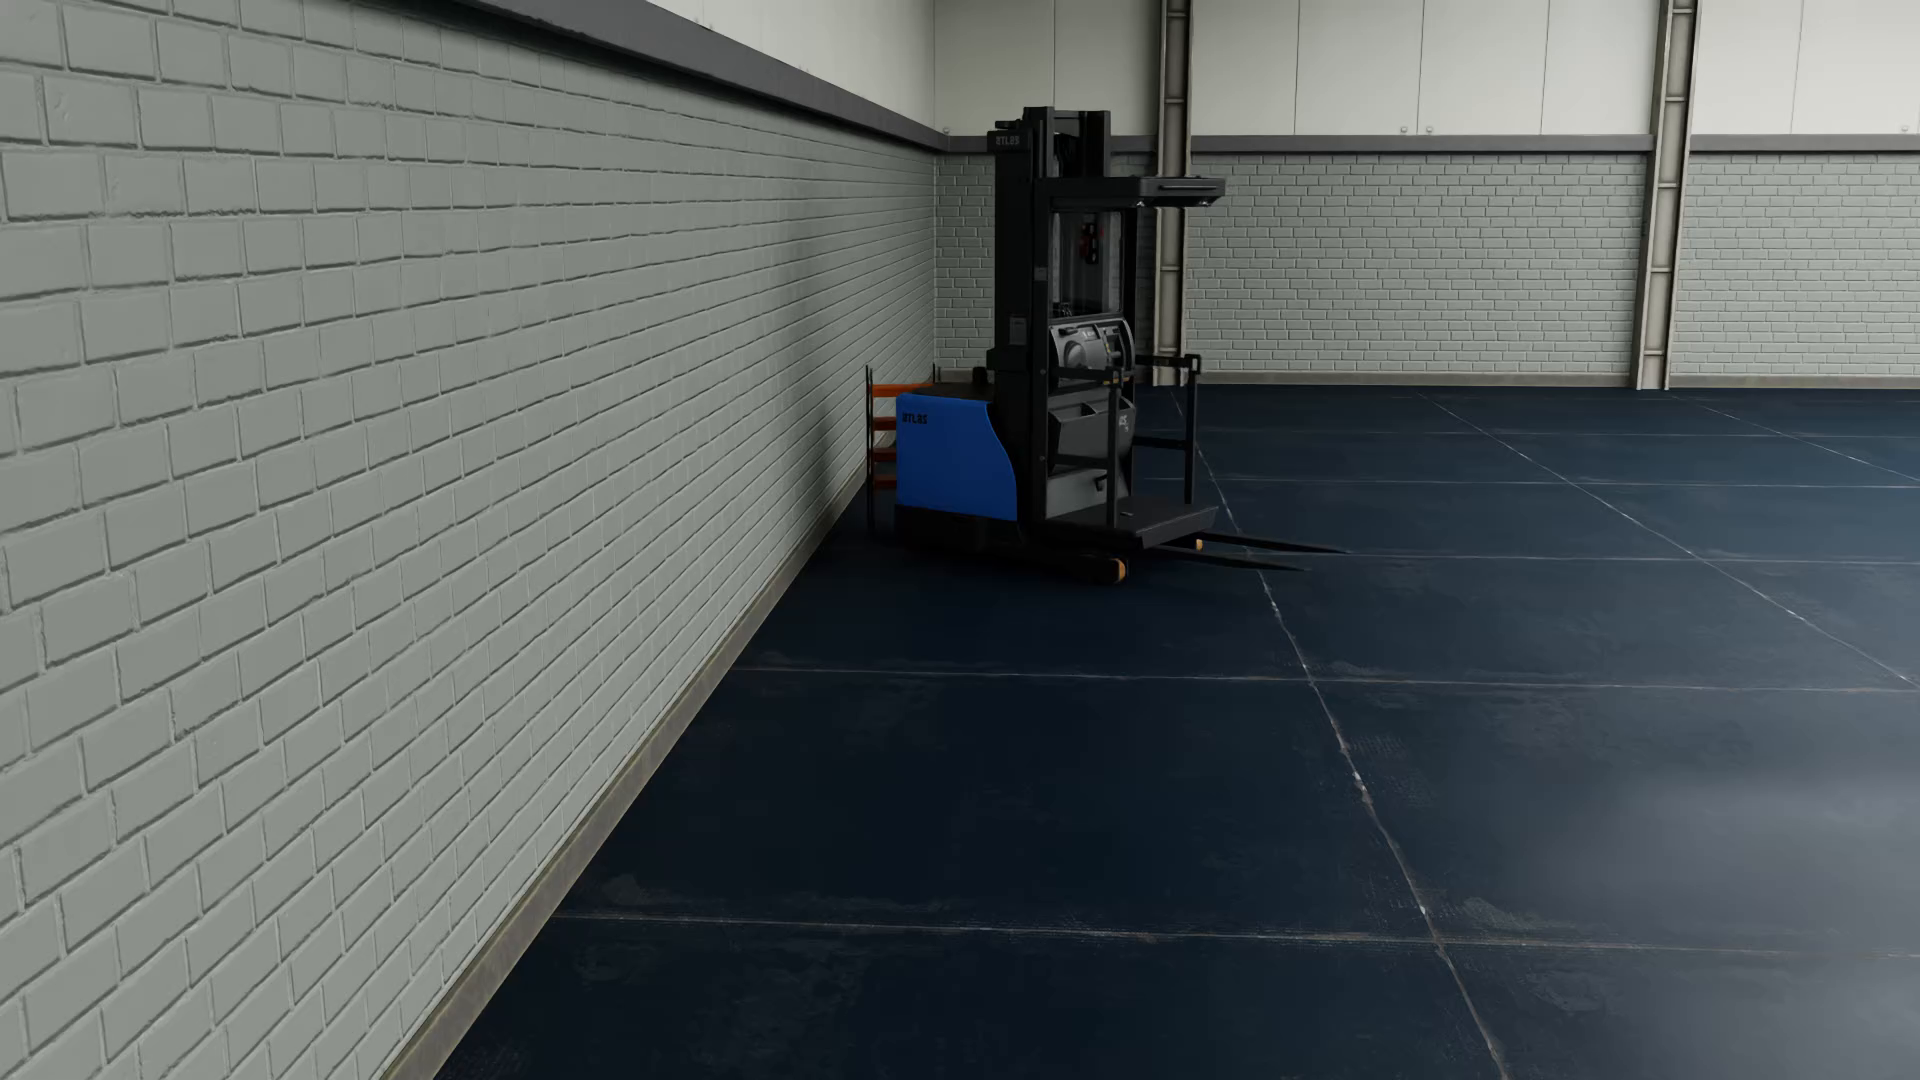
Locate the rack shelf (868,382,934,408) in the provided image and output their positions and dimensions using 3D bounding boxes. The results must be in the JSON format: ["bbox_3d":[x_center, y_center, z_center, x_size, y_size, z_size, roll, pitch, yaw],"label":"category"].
[{"bbox_3d":[-0.406,-1.038,11.882,0.480,0.148,0.258,-2,12,-11],"label":"rack shelf"}]

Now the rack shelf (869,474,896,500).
[{"bbox_3d":[-0.406,-0.393,12.017,0.480,0.148,0.258,-2,12,-11],"label":"rack shelf"}]

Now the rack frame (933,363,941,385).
[{"bbox_3d":[-0.167,-0.663,12.008,0.015,1.200,0.240,-2,12,-11],"label":"rack frame"}]

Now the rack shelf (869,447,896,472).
[{"bbox_3d":[-0.406,-0.588,11.976,0.480,0.148,0.258,-2,12,-11],"label":"rack shelf"}]

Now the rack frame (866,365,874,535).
[{"bbox_3d":[-0.646,-0.644,11.918,0.015,1.200,0.240,-2,12,-11],"label":"rack frame"}]

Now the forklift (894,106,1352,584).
[{"bbox_3d":[1.031,-1.280,10.728,3.031,2.935,1.130,9,15,36],"label":"forklift"}]

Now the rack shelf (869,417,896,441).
[{"bbox_3d":[-0.406,-0.807,11.931,0.480,0.148,0.258,-2,12,-11],"label":"rack shelf"}]

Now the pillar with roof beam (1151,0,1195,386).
[{"bbox_3d":[2.367,-5.512,16.139,0.400,9.000,9.100,1,12,4],"label":"pillar with roof beam"}]

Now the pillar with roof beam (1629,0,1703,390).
[{"bbox_3d":[8.353,-5.430,15.747,0.400,9.000,9.100,1,12,4],"label":"pillar with roof beam"}]

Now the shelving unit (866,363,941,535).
[{"bbox_3d":[-0.406,-0.654,11.963,0.503,1.200,0.258,-2,12,-11],"label":"shelving unit"}]
